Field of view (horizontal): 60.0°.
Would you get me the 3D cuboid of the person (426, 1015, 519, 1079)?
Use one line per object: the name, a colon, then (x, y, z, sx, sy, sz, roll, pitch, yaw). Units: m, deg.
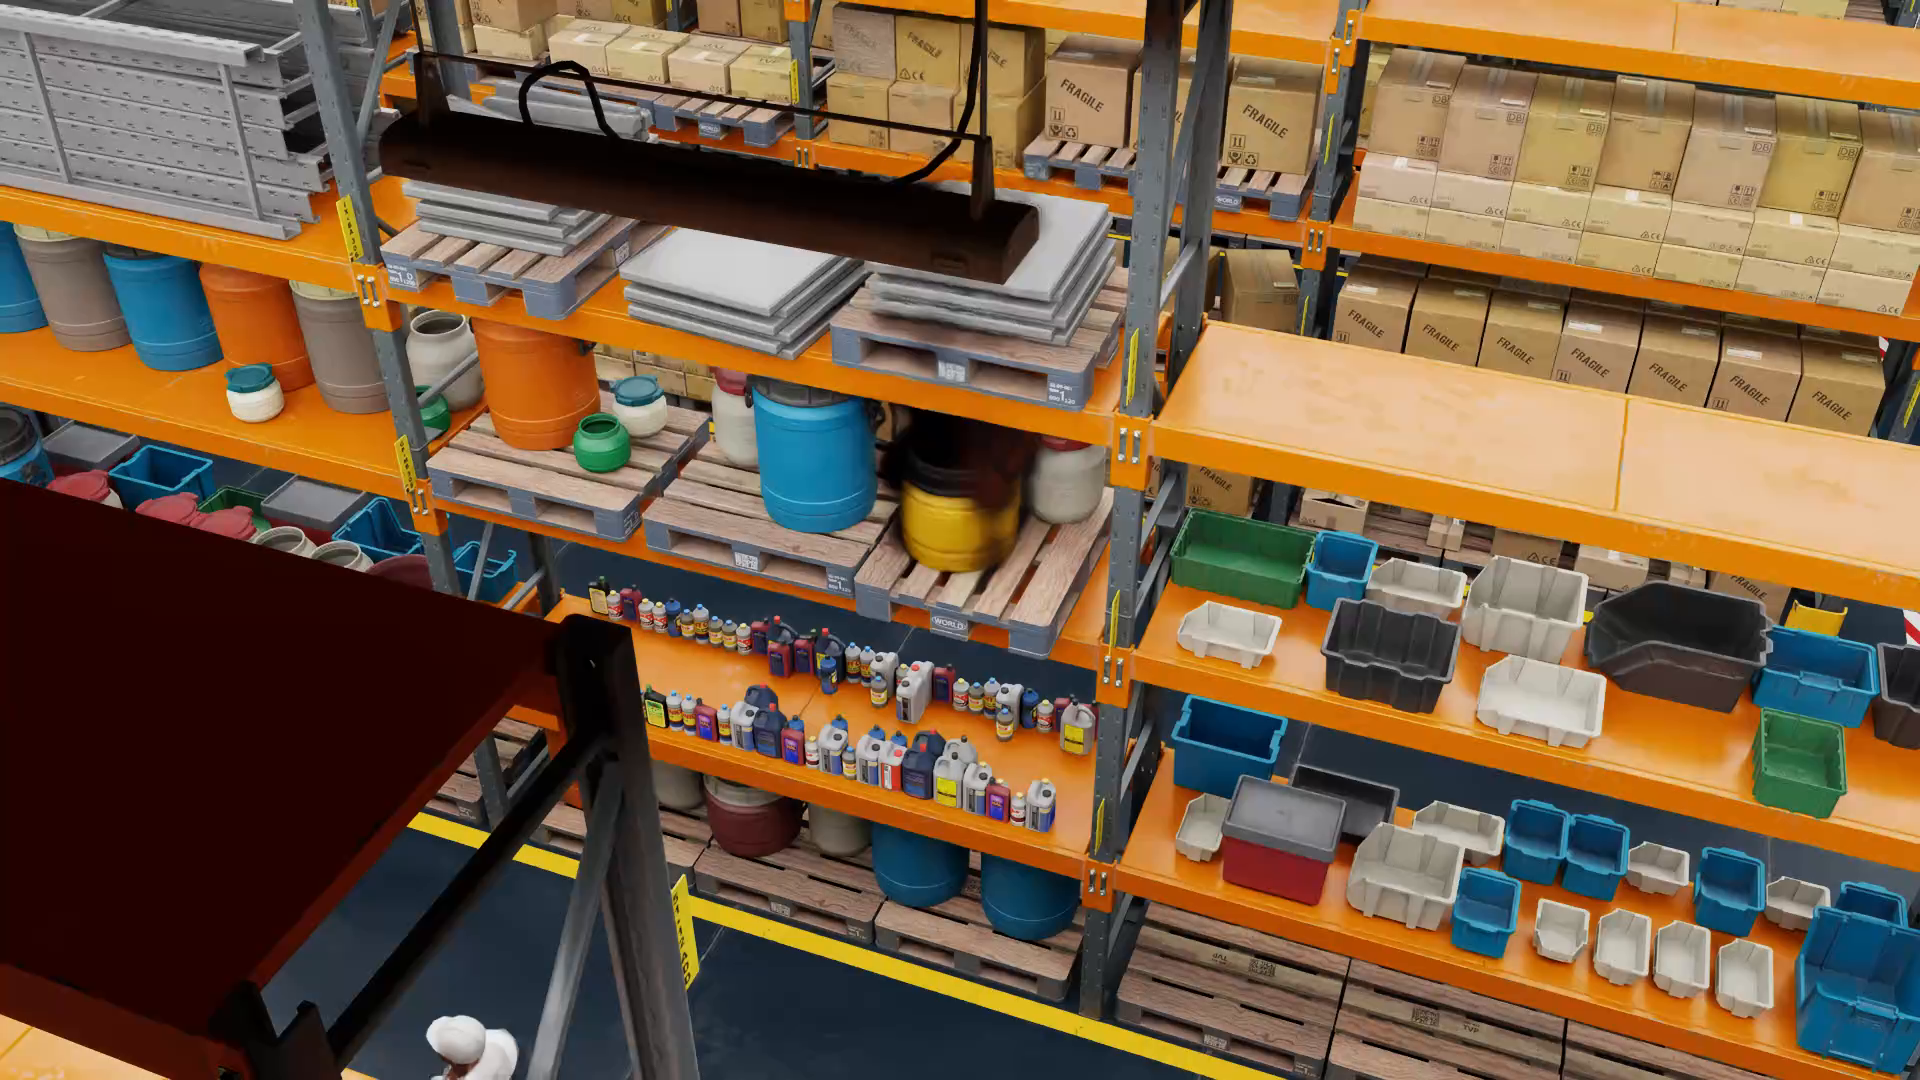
person: (-2.354, 2.881, 8.033, 0.579, 1.739, 0.678, 9, 37, 12)
